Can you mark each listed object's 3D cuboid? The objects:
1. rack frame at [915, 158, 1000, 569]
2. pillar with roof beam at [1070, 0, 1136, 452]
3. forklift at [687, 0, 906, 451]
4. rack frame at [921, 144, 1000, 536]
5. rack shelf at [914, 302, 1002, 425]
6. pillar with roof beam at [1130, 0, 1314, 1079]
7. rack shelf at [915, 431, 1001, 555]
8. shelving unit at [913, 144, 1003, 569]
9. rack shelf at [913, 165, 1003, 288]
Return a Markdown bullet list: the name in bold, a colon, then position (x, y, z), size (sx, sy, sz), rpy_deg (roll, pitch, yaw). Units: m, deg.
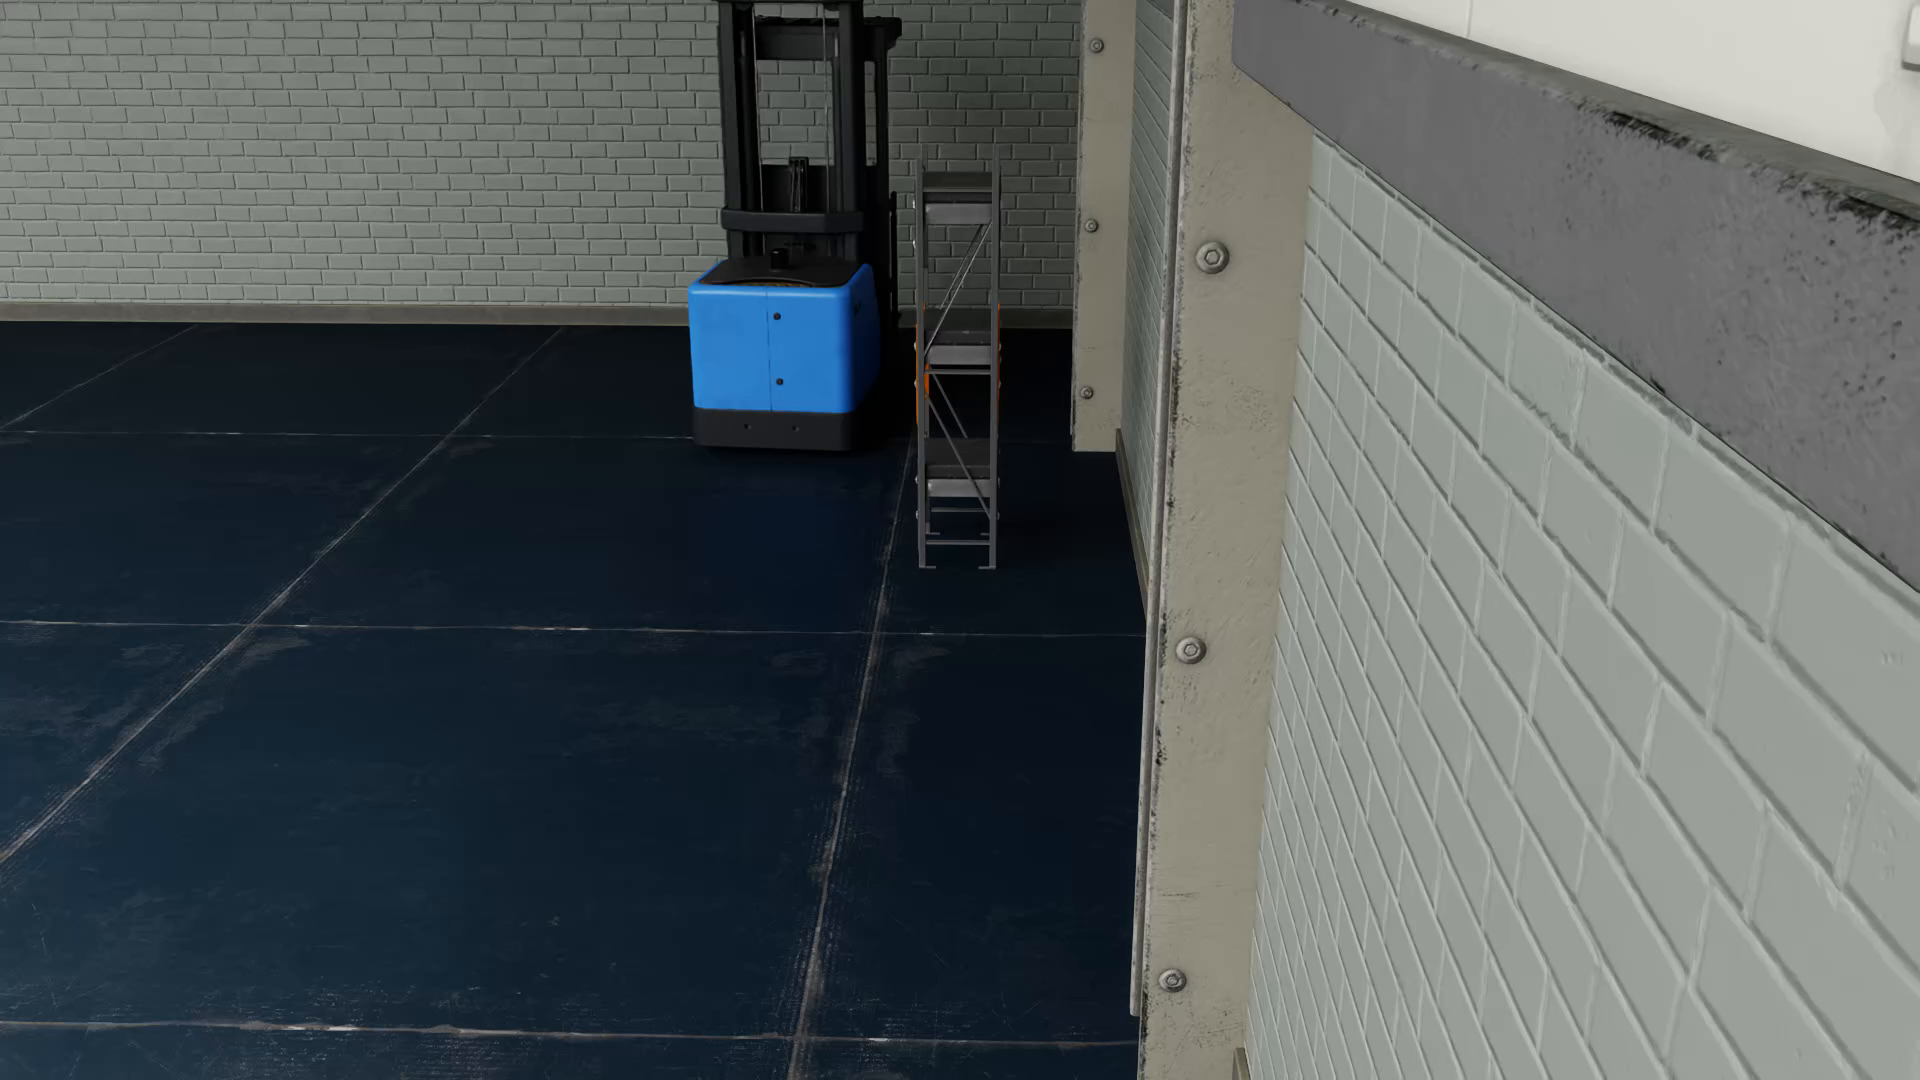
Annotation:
- **rack frame**: position (-0.012, -0.831, 8.267), size (0.400, 2.100, 0.015), rpy_deg (1, 21, 2)
- **pillar with roof beam**: position (-3.436, -4.873, 9.147), size (9.100, 9.000, 0.400), rpy_deg (1, 21, 2)
- **forklift**: position (-0.980, -2.409, 11.184), size (1.130, 2.935, 3.031), rpy_deg (2, 21, 6)
- **rack frame**: position (0.002, -1.007, 8.722), size (0.400, 2.100, 0.015), rpy_deg (1, 21, 2)
- **rack shelf**: position (-0.005, -0.906, 8.500), size (0.431, 0.518, 0.480), rpy_deg (1, 21, 2)
- **pillar with roof beam**: position (-3.619, -2.703, 3.556), size (9.100, 9.000, 0.400), rpy_deg (1, 21, 2)
- **rack shelf**: position (-0.005, -0.254, 8.753), size (0.431, 0.518, 0.480), rpy_deg (1, 21, 2)
- **shelving unit**: position (-0.005, -0.919, 8.495), size (0.431, 2.100, 0.503), rpy_deg (1, 21, 2)
- **rack shelf**: position (-0.005, -1.559, 8.247), size (0.431, 0.518, 0.480), rpy_deg (1, 21, 2)
